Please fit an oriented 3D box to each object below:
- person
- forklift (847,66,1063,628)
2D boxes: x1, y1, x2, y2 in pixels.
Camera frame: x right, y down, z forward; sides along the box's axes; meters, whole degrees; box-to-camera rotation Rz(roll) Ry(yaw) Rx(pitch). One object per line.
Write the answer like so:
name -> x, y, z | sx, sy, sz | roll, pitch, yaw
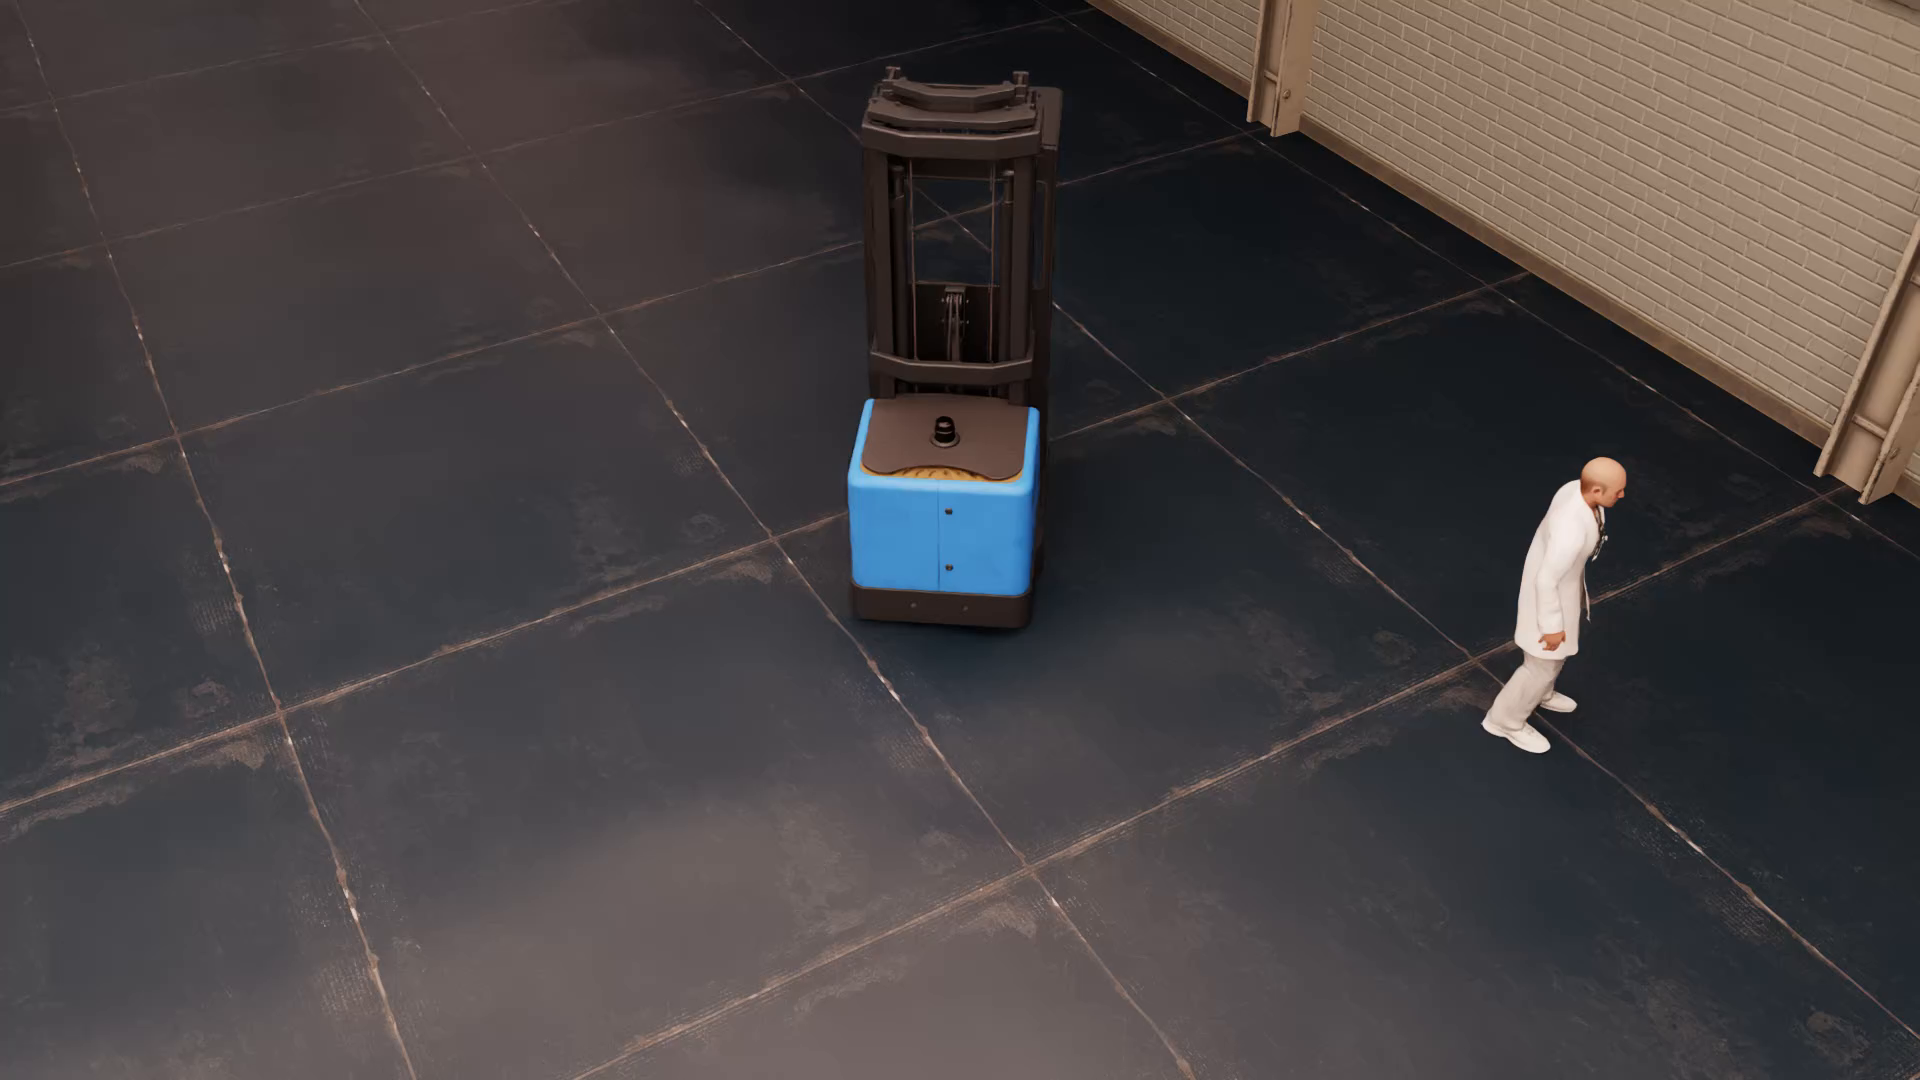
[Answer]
person -> 3.107, 0.310, 8.577 | 0.459, 1.779, 0.651 | 18, 43, 21
forklift -> 0.014, -1.550, 9.905 | 1.130, 2.935, 3.031 | 3, 40, 4
